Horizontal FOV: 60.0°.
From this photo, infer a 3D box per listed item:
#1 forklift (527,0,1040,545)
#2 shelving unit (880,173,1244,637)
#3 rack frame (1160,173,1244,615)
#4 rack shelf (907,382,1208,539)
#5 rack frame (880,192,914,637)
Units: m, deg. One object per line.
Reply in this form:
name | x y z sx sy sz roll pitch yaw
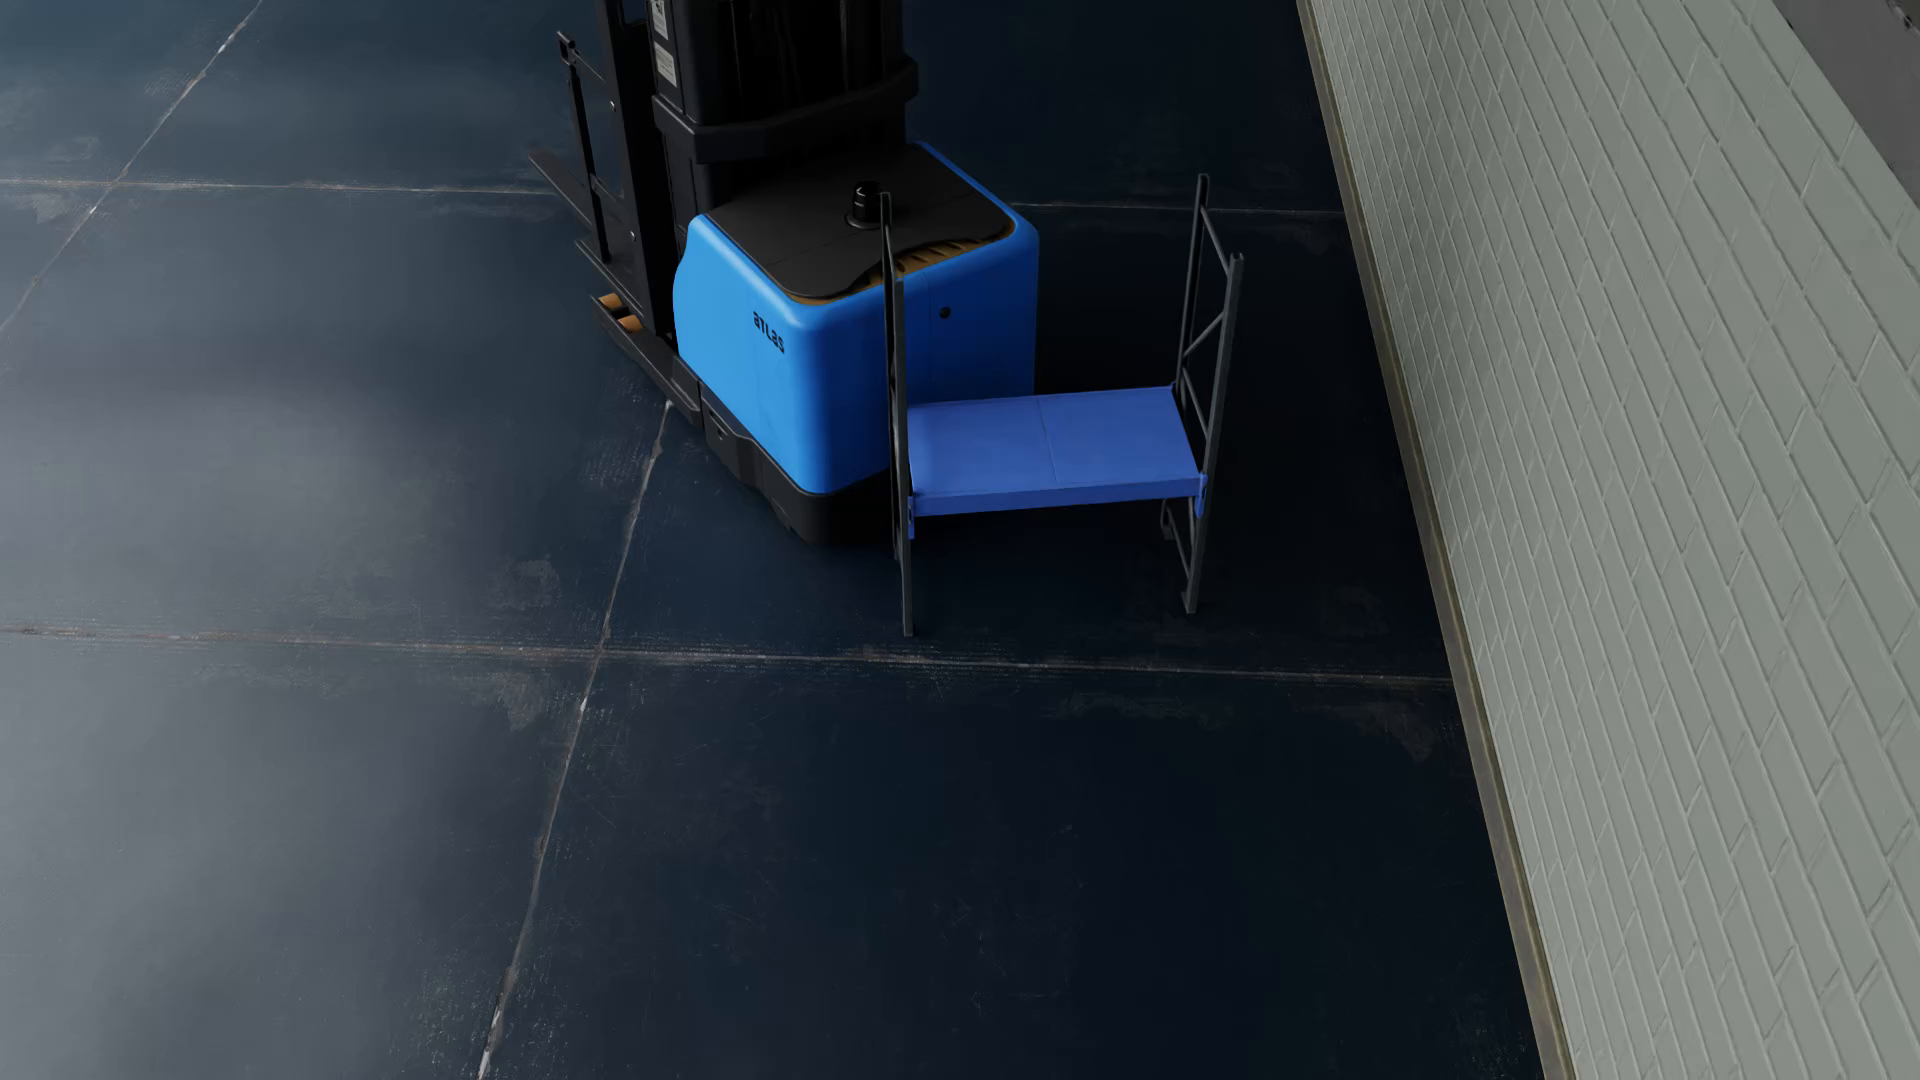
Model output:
forklift | -0.939 -2.028 6.277 1.130 2.935 3.031 -25 48 -24
shelving unit | 0.298 -0.413 5.593 1.048 1.500 0.538 -4 43 -5
rack frame | 0.803 -0.452 5.635 0.032 1.500 0.500 -4 43 -5
rack shelf | 0.298 -0.281 5.716 1.000 0.185 0.538 -4 43 -5
rack frame | -0.208 -0.374 5.552 0.032 1.500 0.500 -4 43 -5
